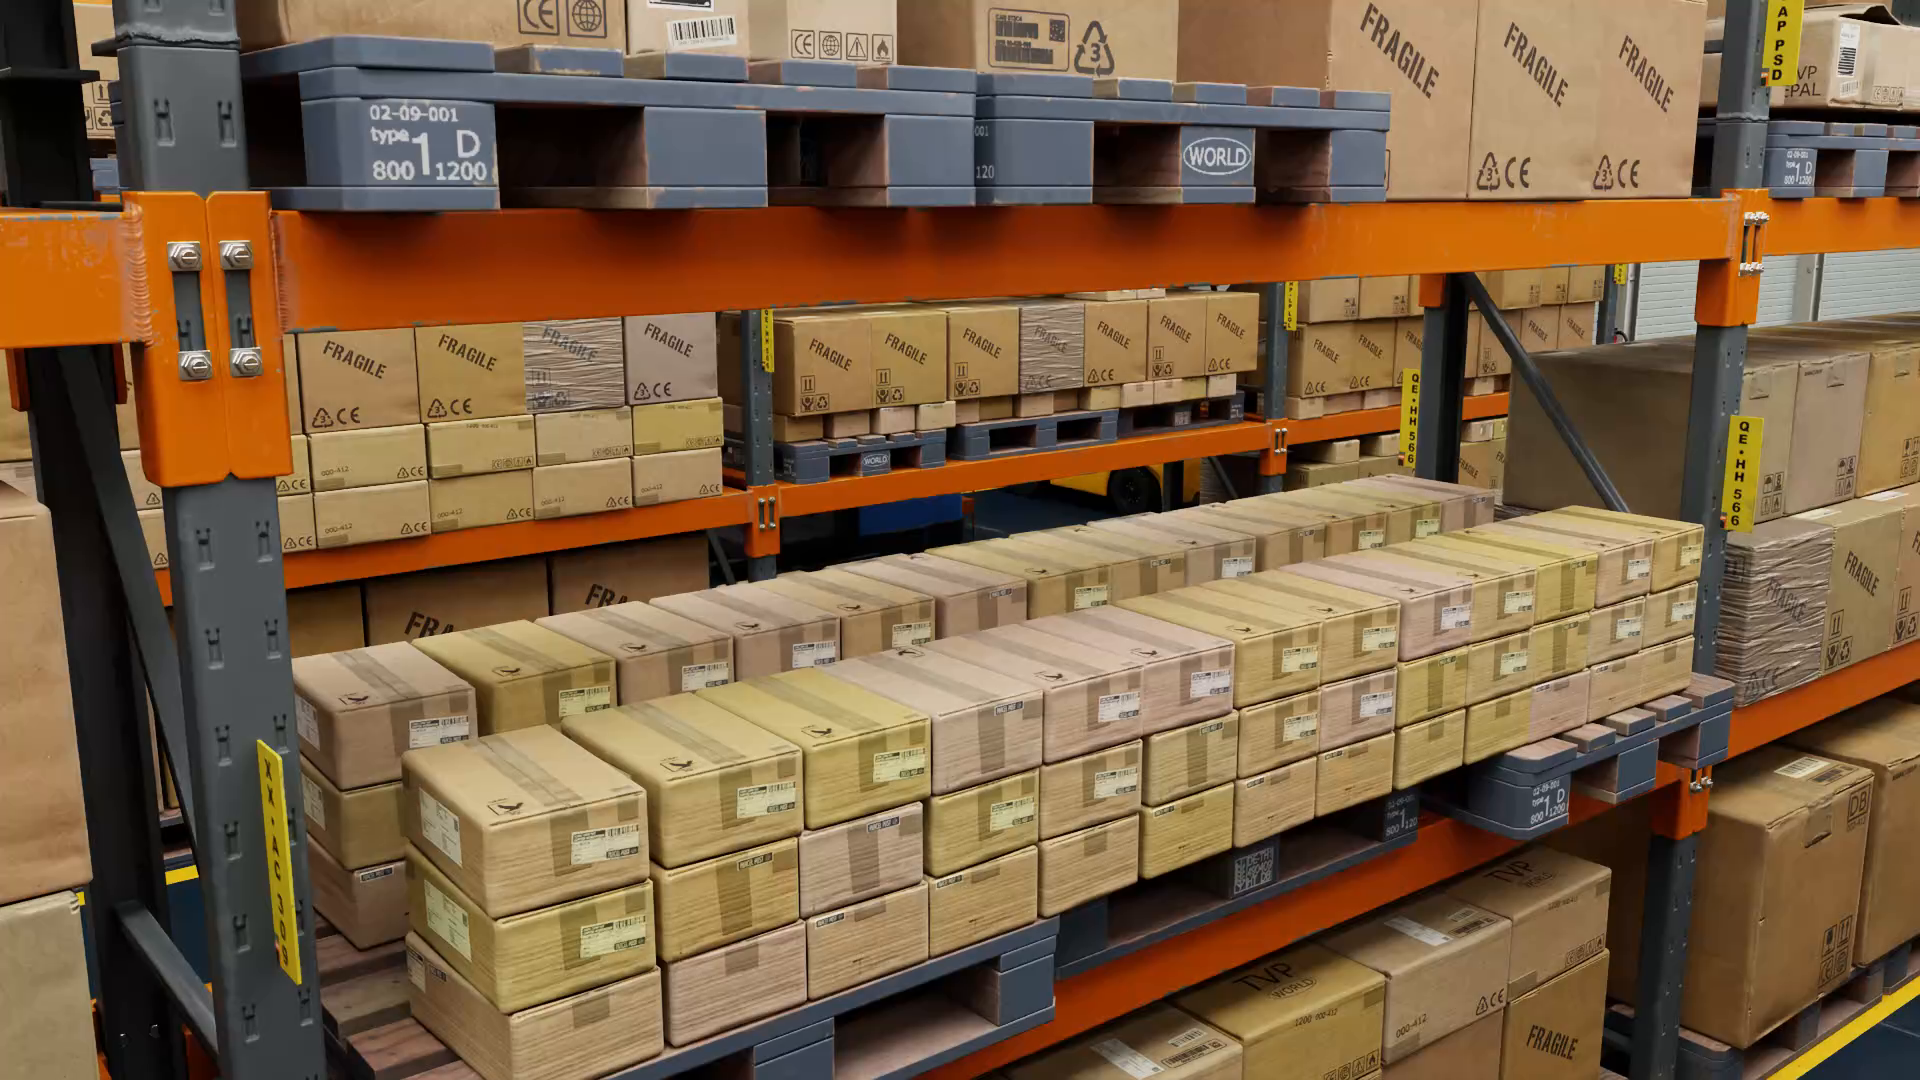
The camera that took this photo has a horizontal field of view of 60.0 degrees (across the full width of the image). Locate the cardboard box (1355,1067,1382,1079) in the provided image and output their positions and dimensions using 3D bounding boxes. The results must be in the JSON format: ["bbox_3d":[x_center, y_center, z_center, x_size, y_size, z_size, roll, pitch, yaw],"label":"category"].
[{"bbox_3d":[0.691,1.538,4.169,0.500,0.500,0.500,-10,16,-40],"label":"cardboard box"}]

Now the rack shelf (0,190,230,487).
[{"bbox_3d":[-2.833,-0.082,1.302,4.000,0.370,1.077,-9,15,-38],"label":"rack shelf"}]

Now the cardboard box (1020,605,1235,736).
[{"bbox_3d":[0.332,0.256,3.362,0.250,0.149,0.380,-9,15,-36],"label":"cardboard box"}]

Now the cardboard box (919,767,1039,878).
[{"bbox_3d":[-0.072,0.468,3.079,0.250,0.149,0.380,-10,16,-40],"label":"cardboard box"}]

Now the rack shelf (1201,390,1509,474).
[{"bbox_3d":[3.366,-0.961,12.666,4.000,0.370,1.077,-9,15,-38],"label":"rack shelf"}]

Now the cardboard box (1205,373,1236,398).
[{"bbox_3d":[1.575,-1.025,10.826,0.250,0.149,0.380,-9,15,-37],"label":"cardboard box"}]

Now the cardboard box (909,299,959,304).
[{"bbox_3d":[-0.218,-1.510,9.987,0.250,0.149,0.380,-10,16,-40],"label":"cardboard box"}]

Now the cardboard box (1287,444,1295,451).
[{"bbox_3d":[2.494,-0.467,12.411,0.500,0.500,0.500,-9,15,-37],"label":"cardboard box"}]

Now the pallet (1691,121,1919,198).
[{"bbox_3d":[2.321,-1.212,5.347,1.003,0.211,1.213,-9,15,-35],"label":"pallet"}]

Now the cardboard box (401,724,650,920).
[{"bbox_3d":[-0.677,0.424,2.571,0.250,0.149,0.380,-8,15,-35],"label":"cardboard box"}]

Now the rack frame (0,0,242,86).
[{"bbox_3d":[-1.272,-2.160,2.138,0.127,3.000,1.000,-9,15,-38],"label":"rack frame"}]

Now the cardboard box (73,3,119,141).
[{"bbox_3d":[-3.574,-1.804,6.431,0.500,0.500,0.500,-10,15,-39],"label":"cardboard box"}]

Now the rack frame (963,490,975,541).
[{"bbox_3d":[0.053,-0.522,13.562,0.008,1.050,0.200,-9,15,-38],"label":"rack frame"}]

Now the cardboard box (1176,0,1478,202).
[{"bbox_3d":[0.789,-1.014,3.722,0.500,0.500,0.500,-9,15,-38],"label":"cardboard box"}]

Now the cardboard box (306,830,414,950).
[{"bbox_3d":[-1.085,0.608,3.137,0.250,0.149,0.380,-10,15,-39],"label":"cardboard box"}]

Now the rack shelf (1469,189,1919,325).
[{"bbox_3d":[3.413,-1.120,6.190,4.000,0.370,1.077,-9,15,-38],"label":"rack shelf"}]

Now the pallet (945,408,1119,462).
[{"bbox_3d":[0.201,-0.704,10.185,1.213,0.211,1.003,-9,15,-38],"label":"pallet"}]

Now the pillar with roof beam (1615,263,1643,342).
[{"bbox_3d":[12.777,-6.226,21.287,0.400,9.000,9.100,-9,15,-38],"label":"pillar with roof beam"}]

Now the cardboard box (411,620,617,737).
[{"bbox_3d":[-0.871,0.282,3.241,0.250,0.149,0.380,-10,16,-39],"label":"cardboard box"}]

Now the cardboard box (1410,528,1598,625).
[{"bbox_3d":[1.353,0.086,4.164,0.250,0.149,0.380,-9,15,-36],"label":"cardboard box"}]

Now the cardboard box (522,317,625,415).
[{"bbox_3d":[-1.955,-0.895,7.974,0.500,0.500,0.500,-9,15,-37],"label":"cardboard box"}]

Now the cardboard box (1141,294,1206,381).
[{"bbox_3d":[1.200,-1.292,10.522,0.500,0.500,0.500,-9,15,-37],"label":"cardboard box"}]

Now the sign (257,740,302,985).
[{"bbox_3d":[-0.927,0.438,2.261,0.005,0.325,0.100,-9,15,-38],"label":"sign"}]

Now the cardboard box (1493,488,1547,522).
[{"bbox_3d":[2.036,0.104,5.675,0.500,0.500,0.500,-9,15,-38],"label":"cardboard box"}]

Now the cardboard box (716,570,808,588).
[{"bbox_3d":[-0.872,0.474,9.491,0.625,0.372,0.950,-11,16,-41],"label":"cardboard box"}]

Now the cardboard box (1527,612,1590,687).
[{"bbox_3d":[1.339,0.235,4.180,0.250,0.149,0.380,-9,15,-36],"label":"cardboard box"}]

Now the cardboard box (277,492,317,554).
[{"bbox_3d":[-3.121,-0.088,7.181,0.500,0.250,0.500,-10,15,-38],"label":"cardboard box"}]

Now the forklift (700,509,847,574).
[{"bbox_3d":[-1.415,-1.181,12.136,3.031,2.935,1.121,-10,16,-40],"label":"forklift"}]

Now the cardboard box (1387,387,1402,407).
[{"bbox_3d":[3.007,-1.066,12.033,0.250,0.149,0.380,-10,15,-38],"label":"cardboard box"}]

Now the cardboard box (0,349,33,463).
[{"bbox_3d":[-3.920,-0.564,6.415,0.500,0.500,0.500,-9,15,-37],"label":"cardboard box"}]

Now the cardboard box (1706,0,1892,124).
[{"bbox_3d":[3.034,-1.786,6.105,0.500,0.500,0.500,-9,15,-38],"label":"cardboard box"}]

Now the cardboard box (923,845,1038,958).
[{"bbox_3d":[-0.070,0.614,3.109,0.250,0.149,0.380,-9,15,-37],"label":"cardboard box"}]

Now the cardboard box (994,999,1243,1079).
[{"bbox_3d":[0.286,1.237,3.784,0.500,0.250,0.500,-9,15,-36],"label":"cardboard box"}]

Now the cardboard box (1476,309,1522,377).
[{"bbox_3d":[3.889,-1.523,12.624,0.500,0.500,0.500,-10,15,-38],"label":"cardboard box"}]

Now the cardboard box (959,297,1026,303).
[{"bbox_3d":[0.079,-1.244,10.296,0.500,0.500,0.500,-10,16,-40],"label":"cardboard box"}]

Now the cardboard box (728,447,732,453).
[{"bbox_3d":[-2.311,-0.733,14.565,0.625,0.625,0.875,-10,15,-38],"label":"cardboard box"}]

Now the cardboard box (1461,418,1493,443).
[{"bbox_3d":[3.815,-0.846,12.634,0.250,0.149,0.380,-9,15,-35],"label":"cardboard box"}]

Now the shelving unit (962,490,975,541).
[{"bbox_3d":[-0.042,-0.507,13.487,0.252,1.050,0.215,-9,15,-38],"label":"shelving unit"}]

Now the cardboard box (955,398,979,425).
[{"bbox_3d":[-0.098,-0.765,9.602,0.250,0.149,0.380,-8,15,-34],"label":"cardboard box"}]

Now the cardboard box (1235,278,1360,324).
[{"bbox_3d":[2.283,-1.759,11.327,0.500,0.500,0.700,-10,15,-38],"label":"cardboard box"}]

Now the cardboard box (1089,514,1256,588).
[{"bbox_3d":[0.550,0.046,4.350,0.250,0.149,0.380,-9,15,-35],"label":"cardboard box"}]

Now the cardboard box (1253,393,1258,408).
[{"bbox_3d":[2.055,-1.055,11.982,0.250,0.149,0.380,-9,15,-36],"label":"cardboard box"}]

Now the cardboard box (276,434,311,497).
[{"bbox_3d":[-3.123,-0.331,7.125,0.500,0.250,0.500,-9,15,-37],"label":"cardboard box"}]

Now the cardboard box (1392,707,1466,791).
[{"bbox_3d":[0.952,0.444,3.912,0.250,0.149,0.380,-10,16,-40],"label":"cardboard box"}]

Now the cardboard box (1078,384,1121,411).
[{"bbox_3d":[0.769,-0.894,10.213,0.250,0.149,0.380,-9,15,-38],"label":"cardboard box"}]

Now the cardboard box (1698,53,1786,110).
[{"bbox_3d":[2.212,-1.361,4.947,0.250,0.149,0.380,-10,16,-40],"label":"cardboard box"}]
